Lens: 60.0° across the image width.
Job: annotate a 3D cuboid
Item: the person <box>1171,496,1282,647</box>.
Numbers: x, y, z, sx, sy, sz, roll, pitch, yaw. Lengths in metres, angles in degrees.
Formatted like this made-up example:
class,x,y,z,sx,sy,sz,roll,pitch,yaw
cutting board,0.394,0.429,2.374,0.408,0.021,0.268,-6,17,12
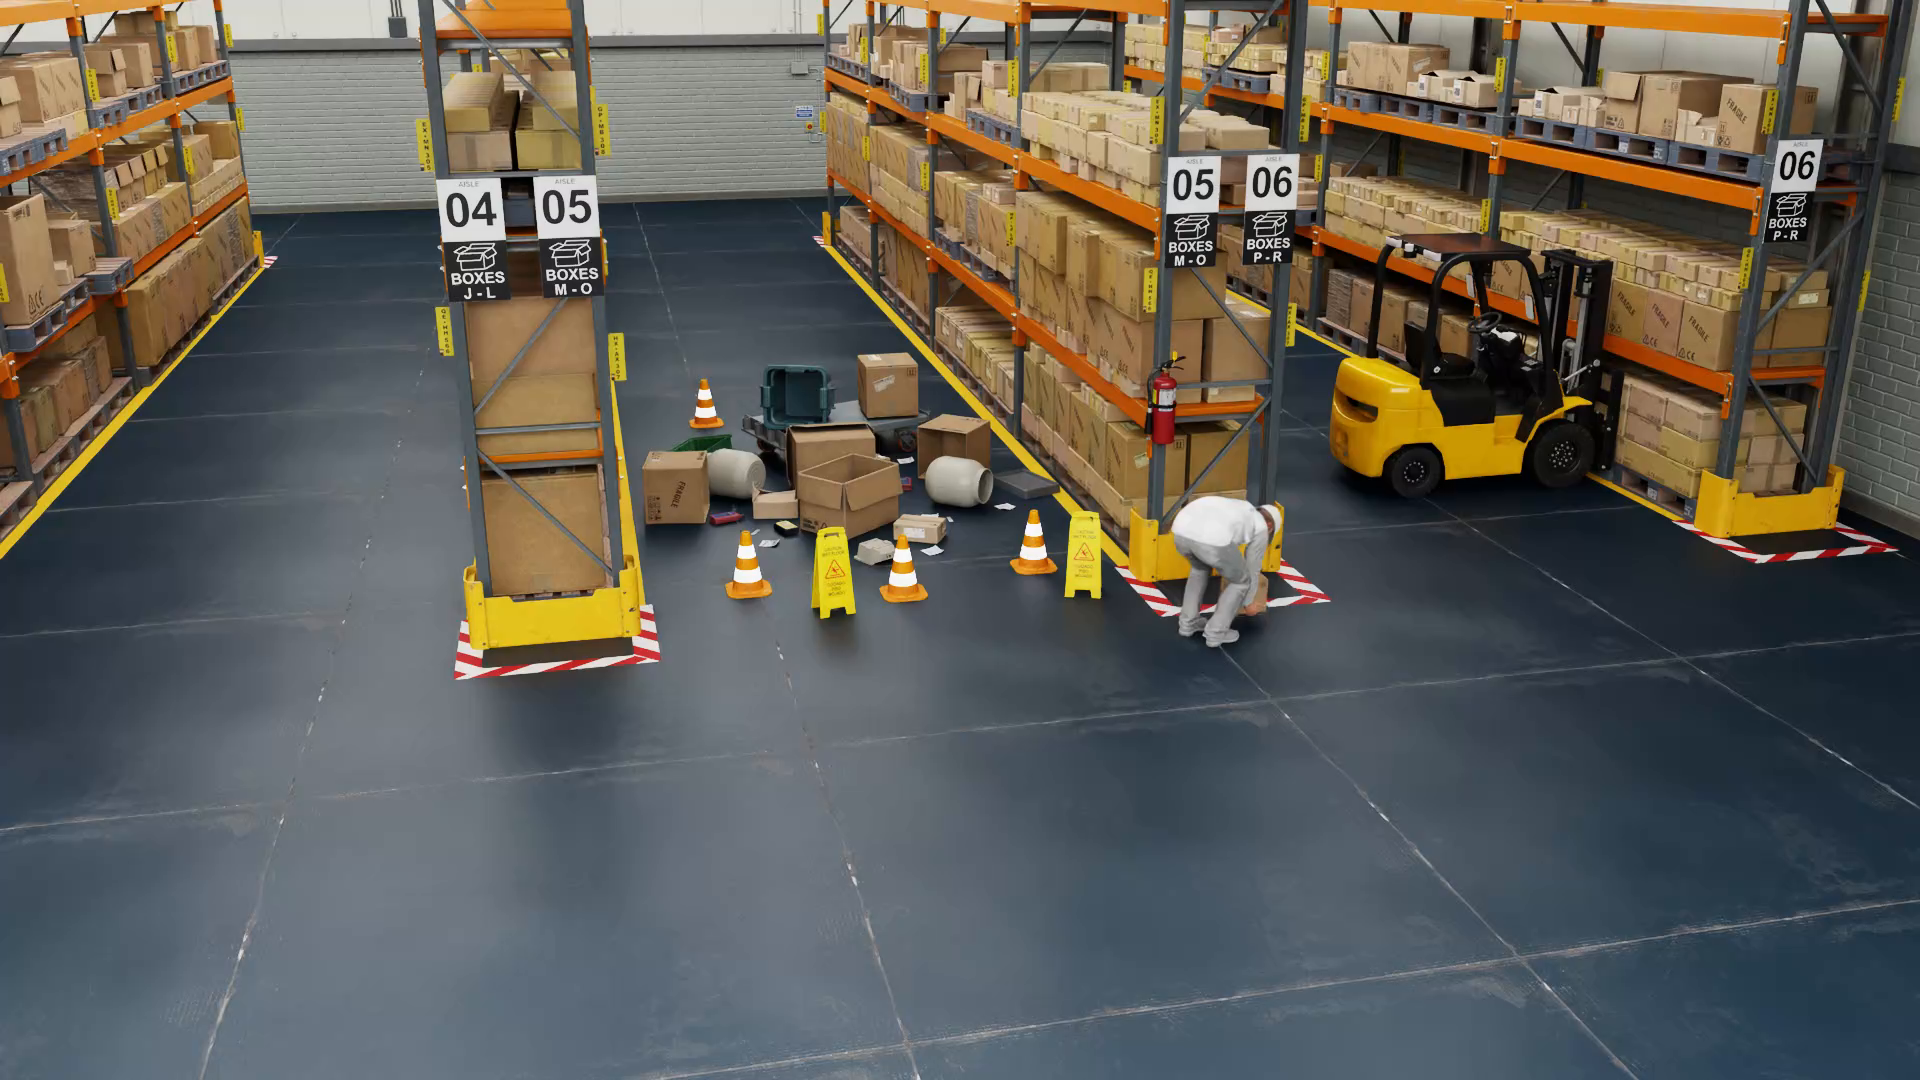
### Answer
class,x,y,z,sx,sy,sz,roll,pitch,yaw
person,1.902,0.149,11.723,1.002,1.029,0.499,-17,26,-40
